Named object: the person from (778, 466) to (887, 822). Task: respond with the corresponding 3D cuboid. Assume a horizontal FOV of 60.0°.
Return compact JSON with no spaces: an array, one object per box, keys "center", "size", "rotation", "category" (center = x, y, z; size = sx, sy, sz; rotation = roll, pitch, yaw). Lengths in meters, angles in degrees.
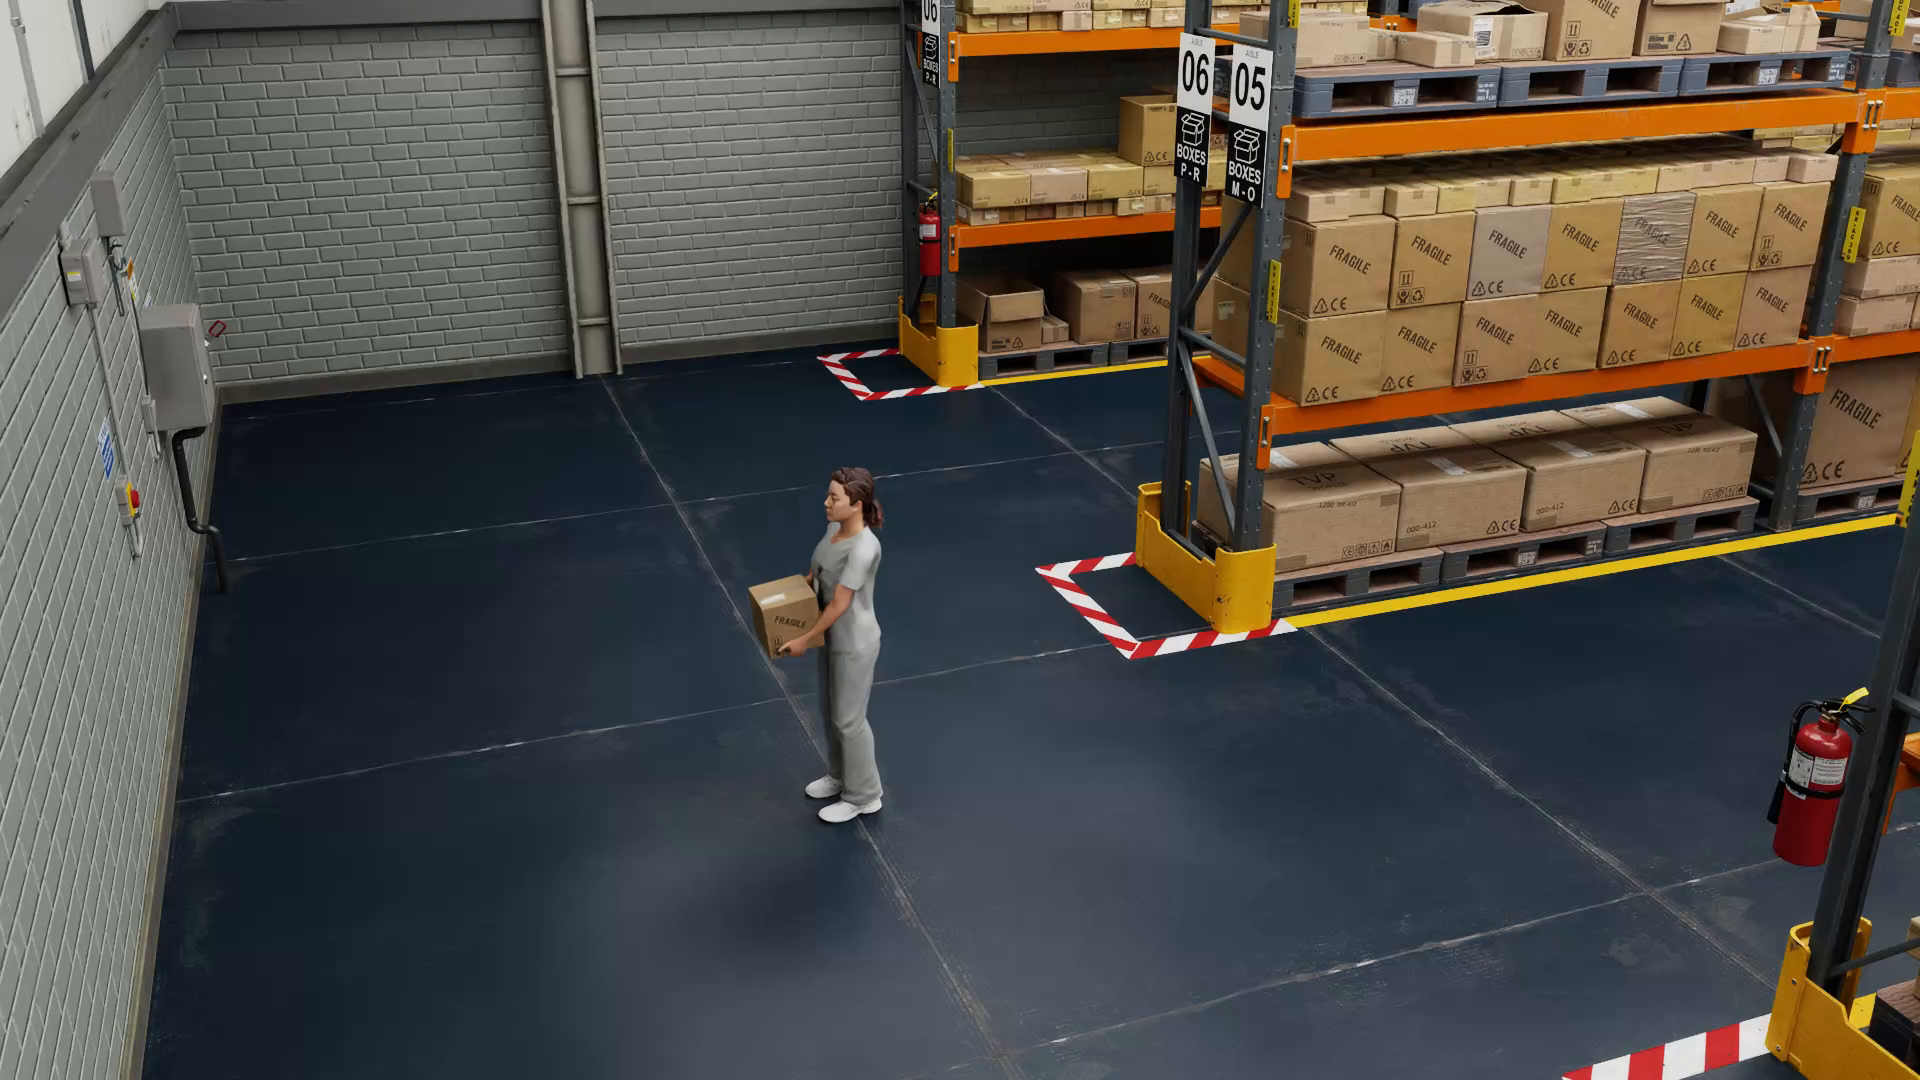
[{"center":[-0.584,0.472,7.478],"size":[0.545,1.668,0.431],"rotation":[-8,24,-19],"category":"person"}]
